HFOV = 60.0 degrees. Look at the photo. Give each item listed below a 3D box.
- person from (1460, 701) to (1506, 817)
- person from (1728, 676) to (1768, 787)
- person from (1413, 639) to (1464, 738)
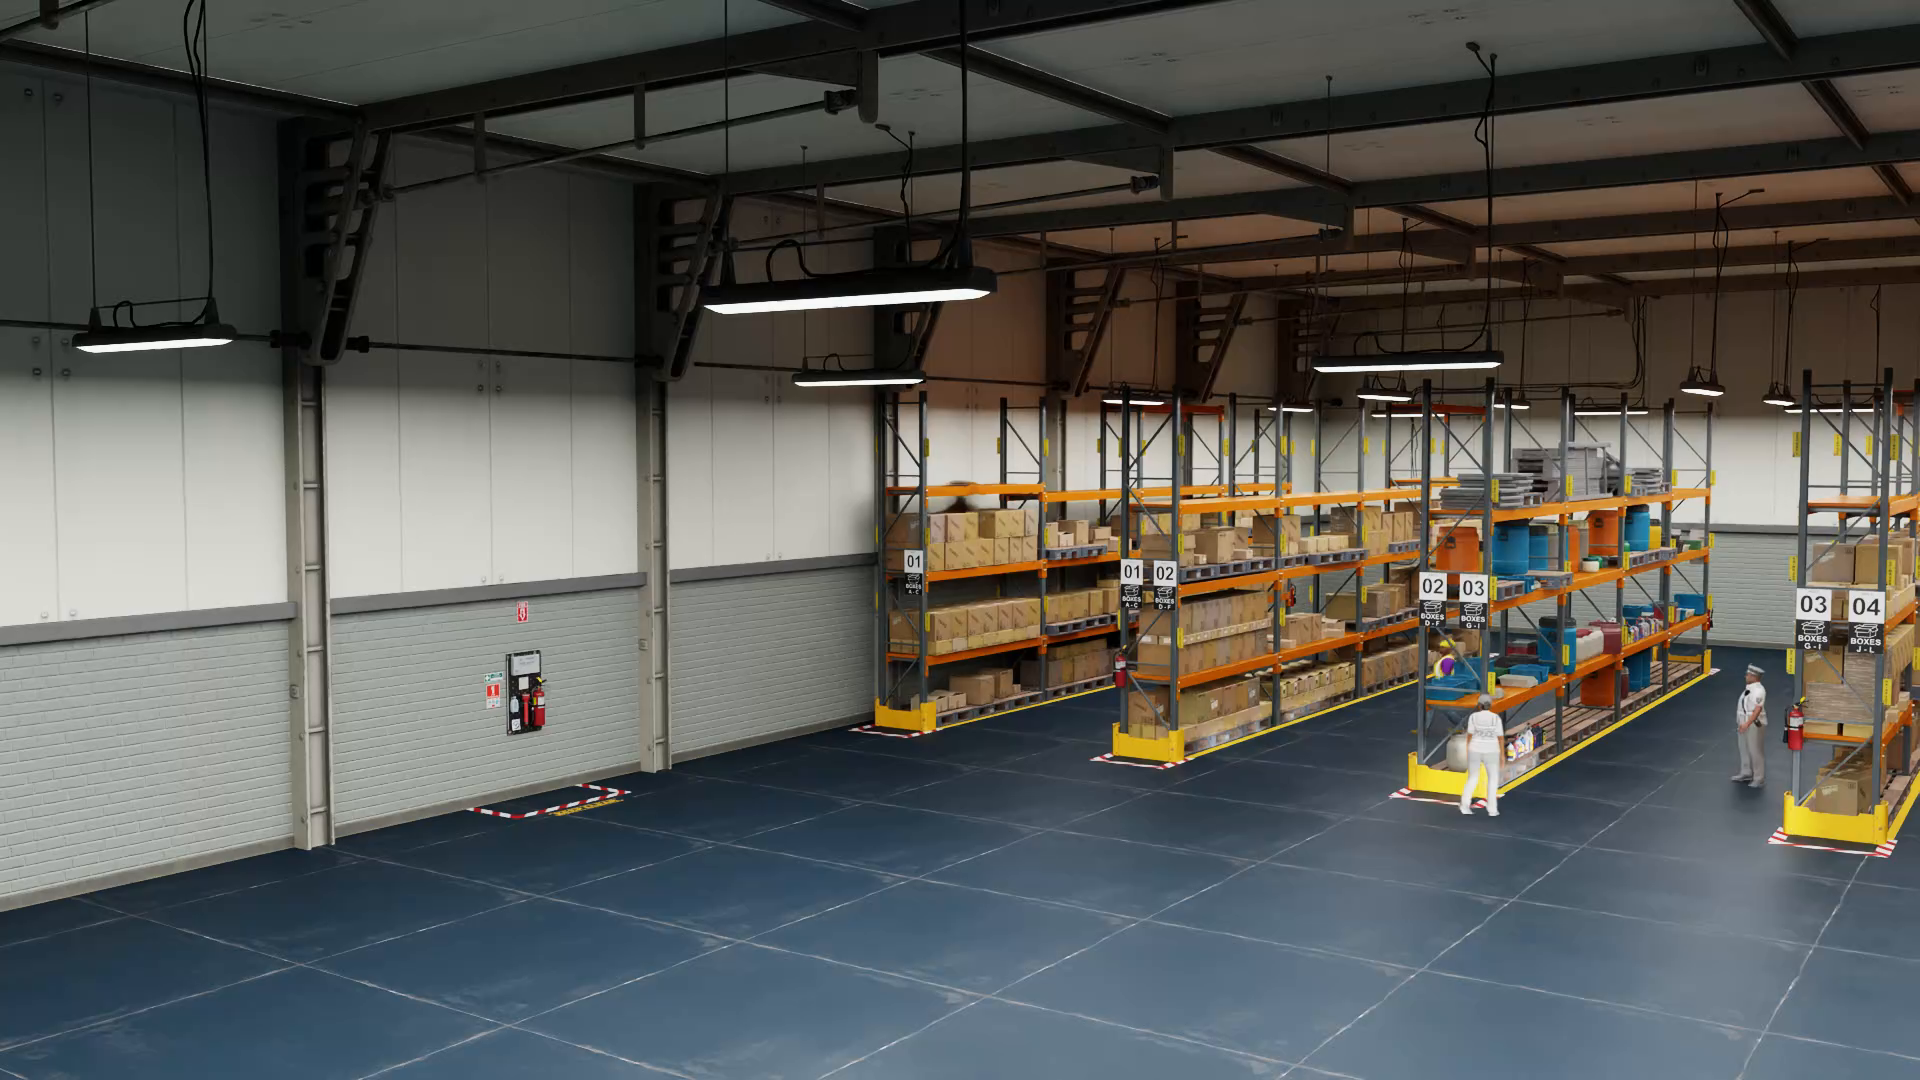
[{"bbox_3d":[7.135,2.948,22.606,0.456,1.692,0.550,-3,4,-41],"label":"person"},{"bbox_3d":[11.692,2.798,24.694,0.487,1.739,0.647,0,3,-4],"label":"person"},{"bbox_3d":[8.291,2.558,28.573,0.921,1.733,0.594,-1,3,-17],"label":"person"}]
